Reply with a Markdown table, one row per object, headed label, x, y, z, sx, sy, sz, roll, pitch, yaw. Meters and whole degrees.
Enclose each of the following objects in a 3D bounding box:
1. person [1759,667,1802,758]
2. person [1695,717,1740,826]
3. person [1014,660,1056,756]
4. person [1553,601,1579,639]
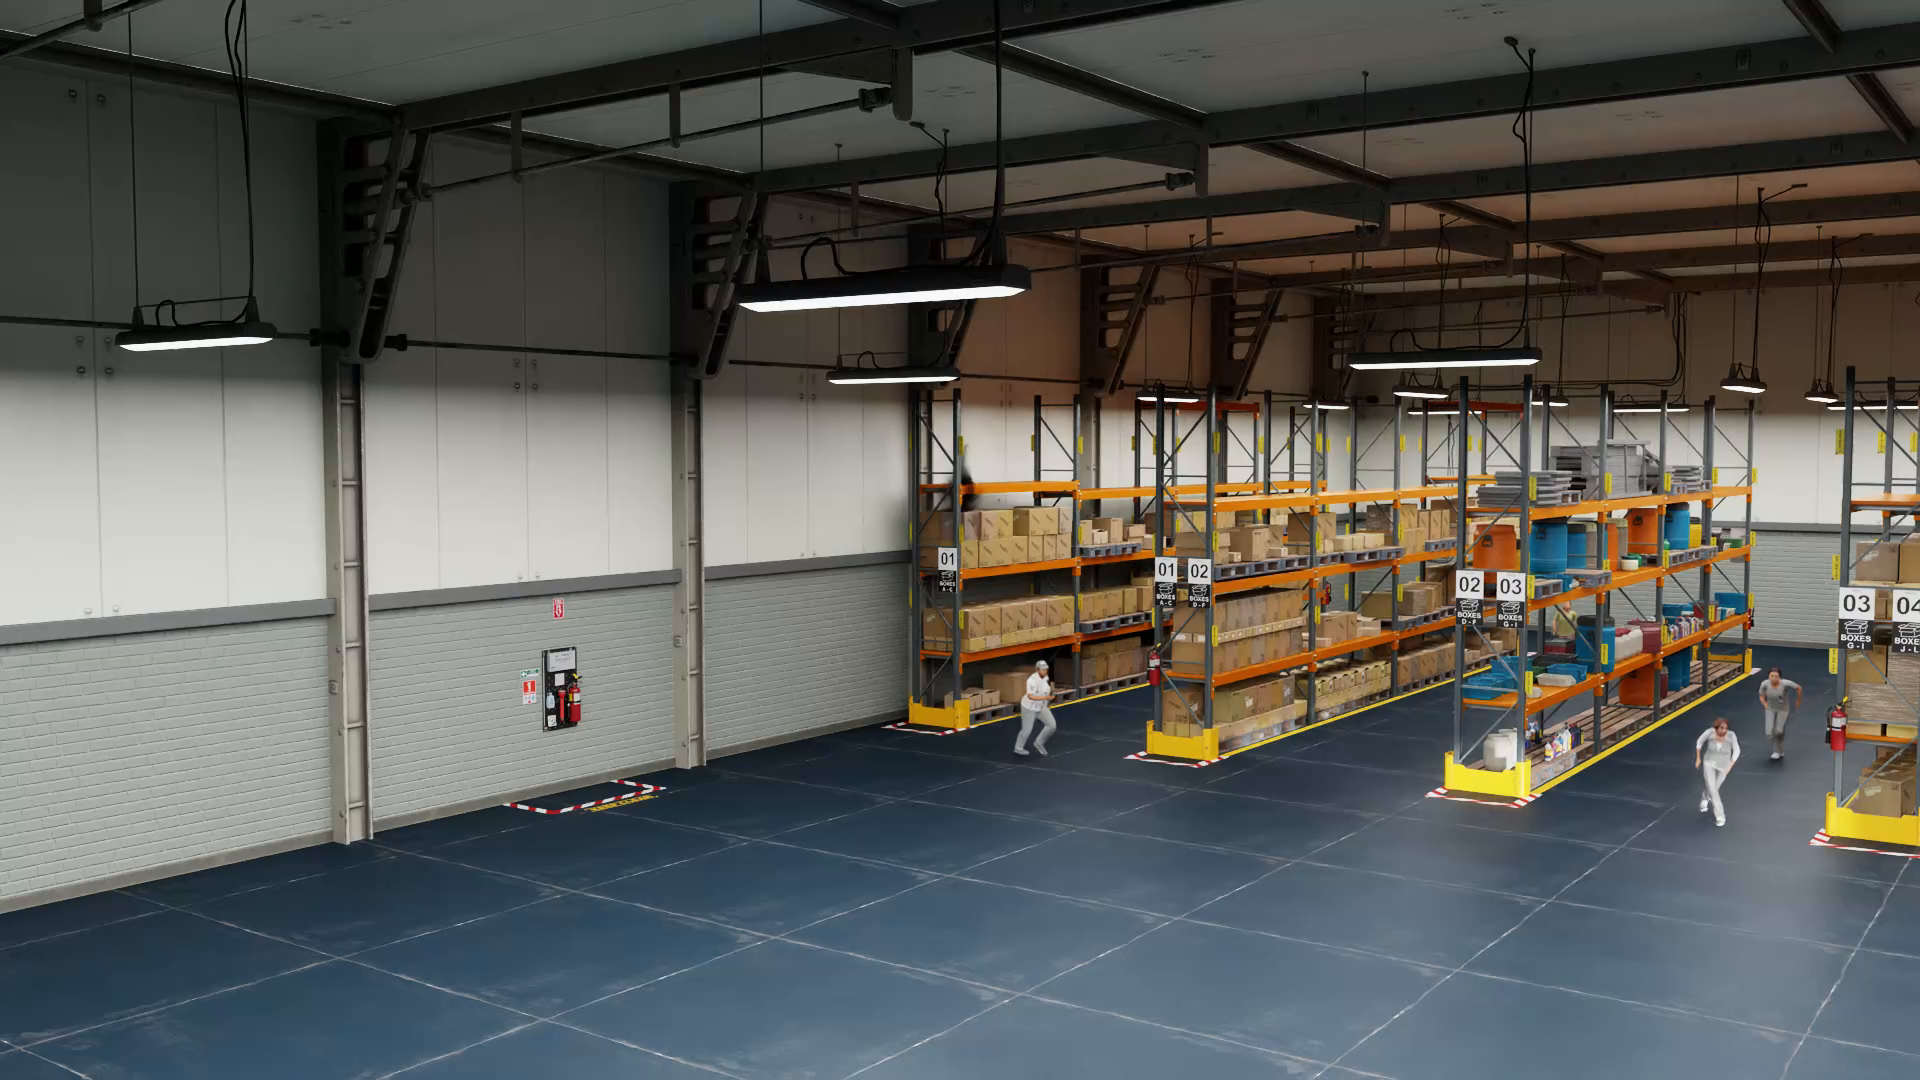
| label | x | y | z | sx | sy | sz | roll | pitch | yaw |
| --- | --- | --- | --- | --- | --- | --- | --- | --- | --- |
| person | 13.003 | 2.755 | 26.376 | 0.596 | 1.503 | 0.773 | 2 | 4 | 34 |
| person | 10.048 | 3.009 | 22.119 | 0.533 | 1.446 | 0.987 | 1 | 3 | 16 |
| person | 1.231 | 2.697 | 26.617 | 0.605 | 1.573 | 0.902 | -3 | 4 | -41 |
| person | 13.424 | 2.101 | 36.829 | 0.569 | 1.612 | 0.612 | 1 | 4 | 22 |
